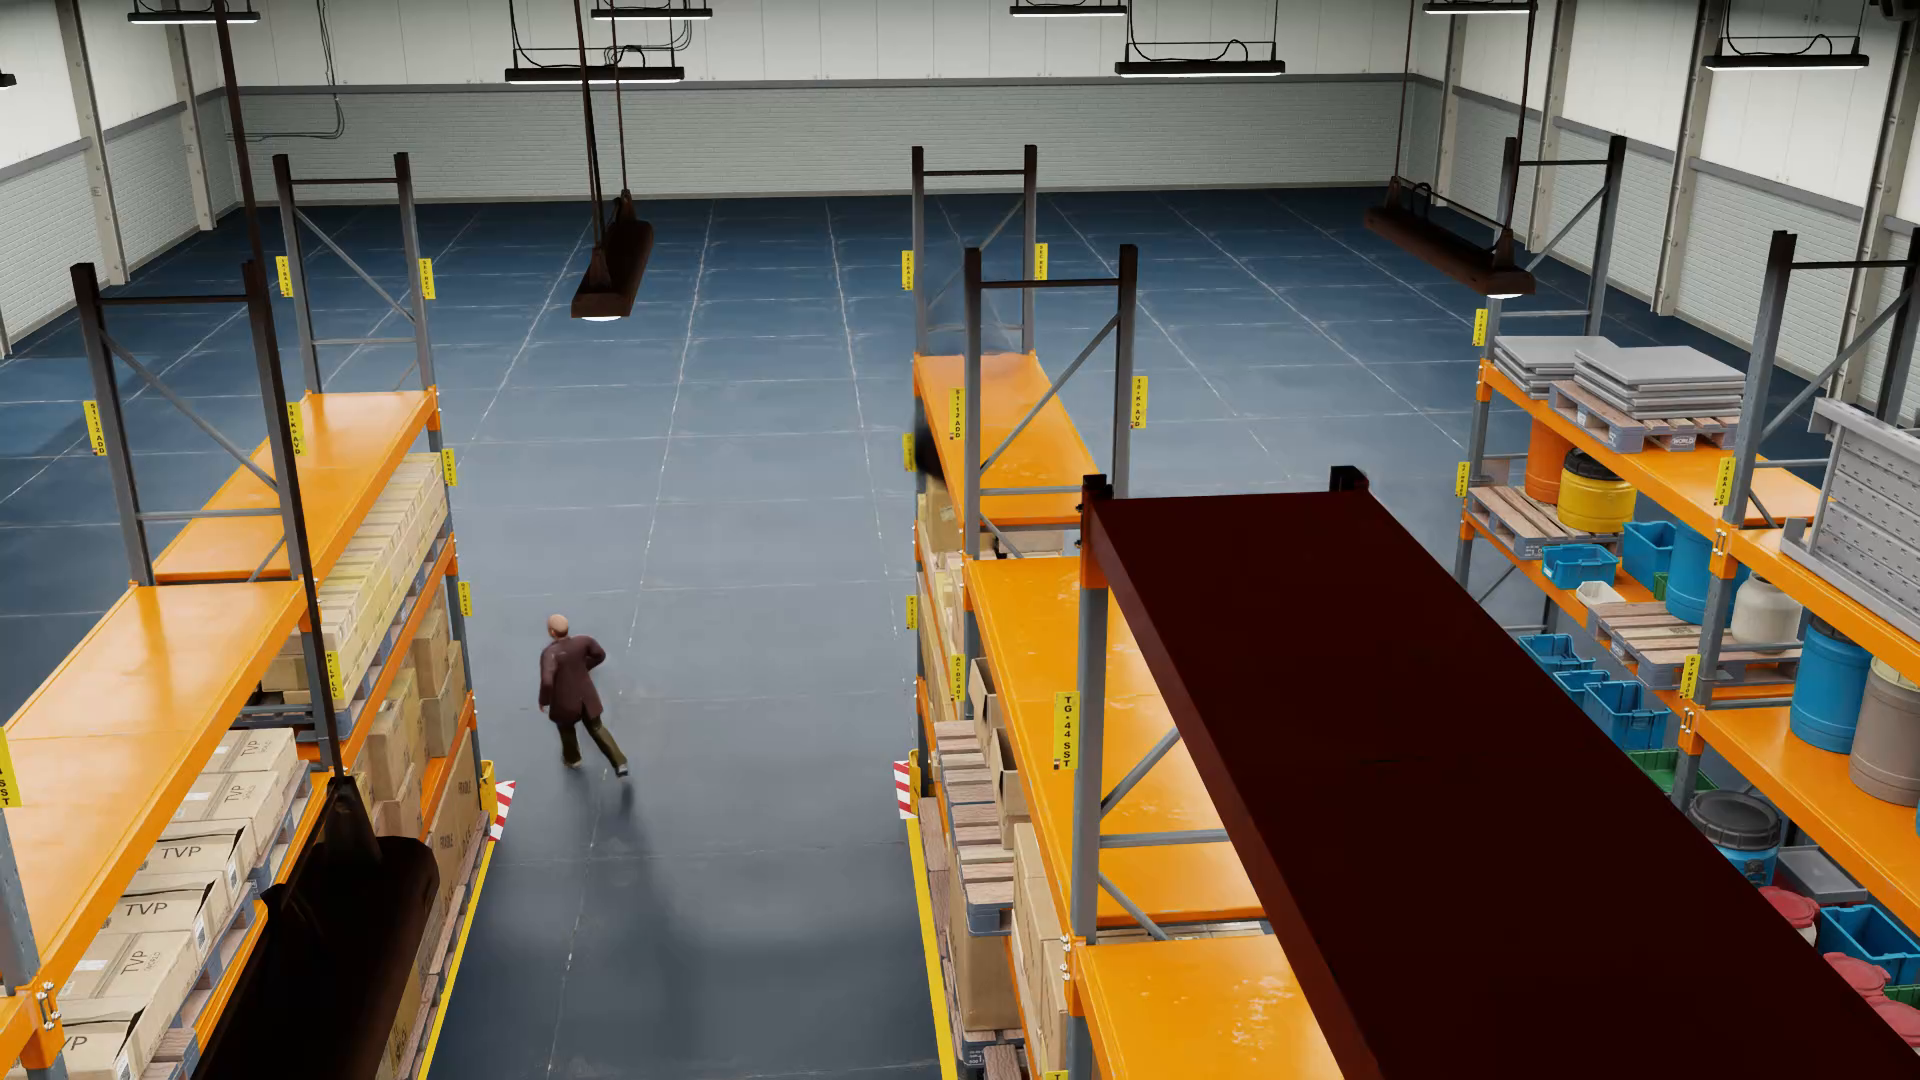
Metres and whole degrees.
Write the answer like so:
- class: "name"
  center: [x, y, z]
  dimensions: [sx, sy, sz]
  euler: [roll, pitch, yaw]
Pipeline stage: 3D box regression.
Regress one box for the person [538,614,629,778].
- class: "person"
  center: [-3.642, 1.472, 15.505]
  dimensions: [0.766, 1.761, 1.038]
  euler: [-18, 28, -38]
